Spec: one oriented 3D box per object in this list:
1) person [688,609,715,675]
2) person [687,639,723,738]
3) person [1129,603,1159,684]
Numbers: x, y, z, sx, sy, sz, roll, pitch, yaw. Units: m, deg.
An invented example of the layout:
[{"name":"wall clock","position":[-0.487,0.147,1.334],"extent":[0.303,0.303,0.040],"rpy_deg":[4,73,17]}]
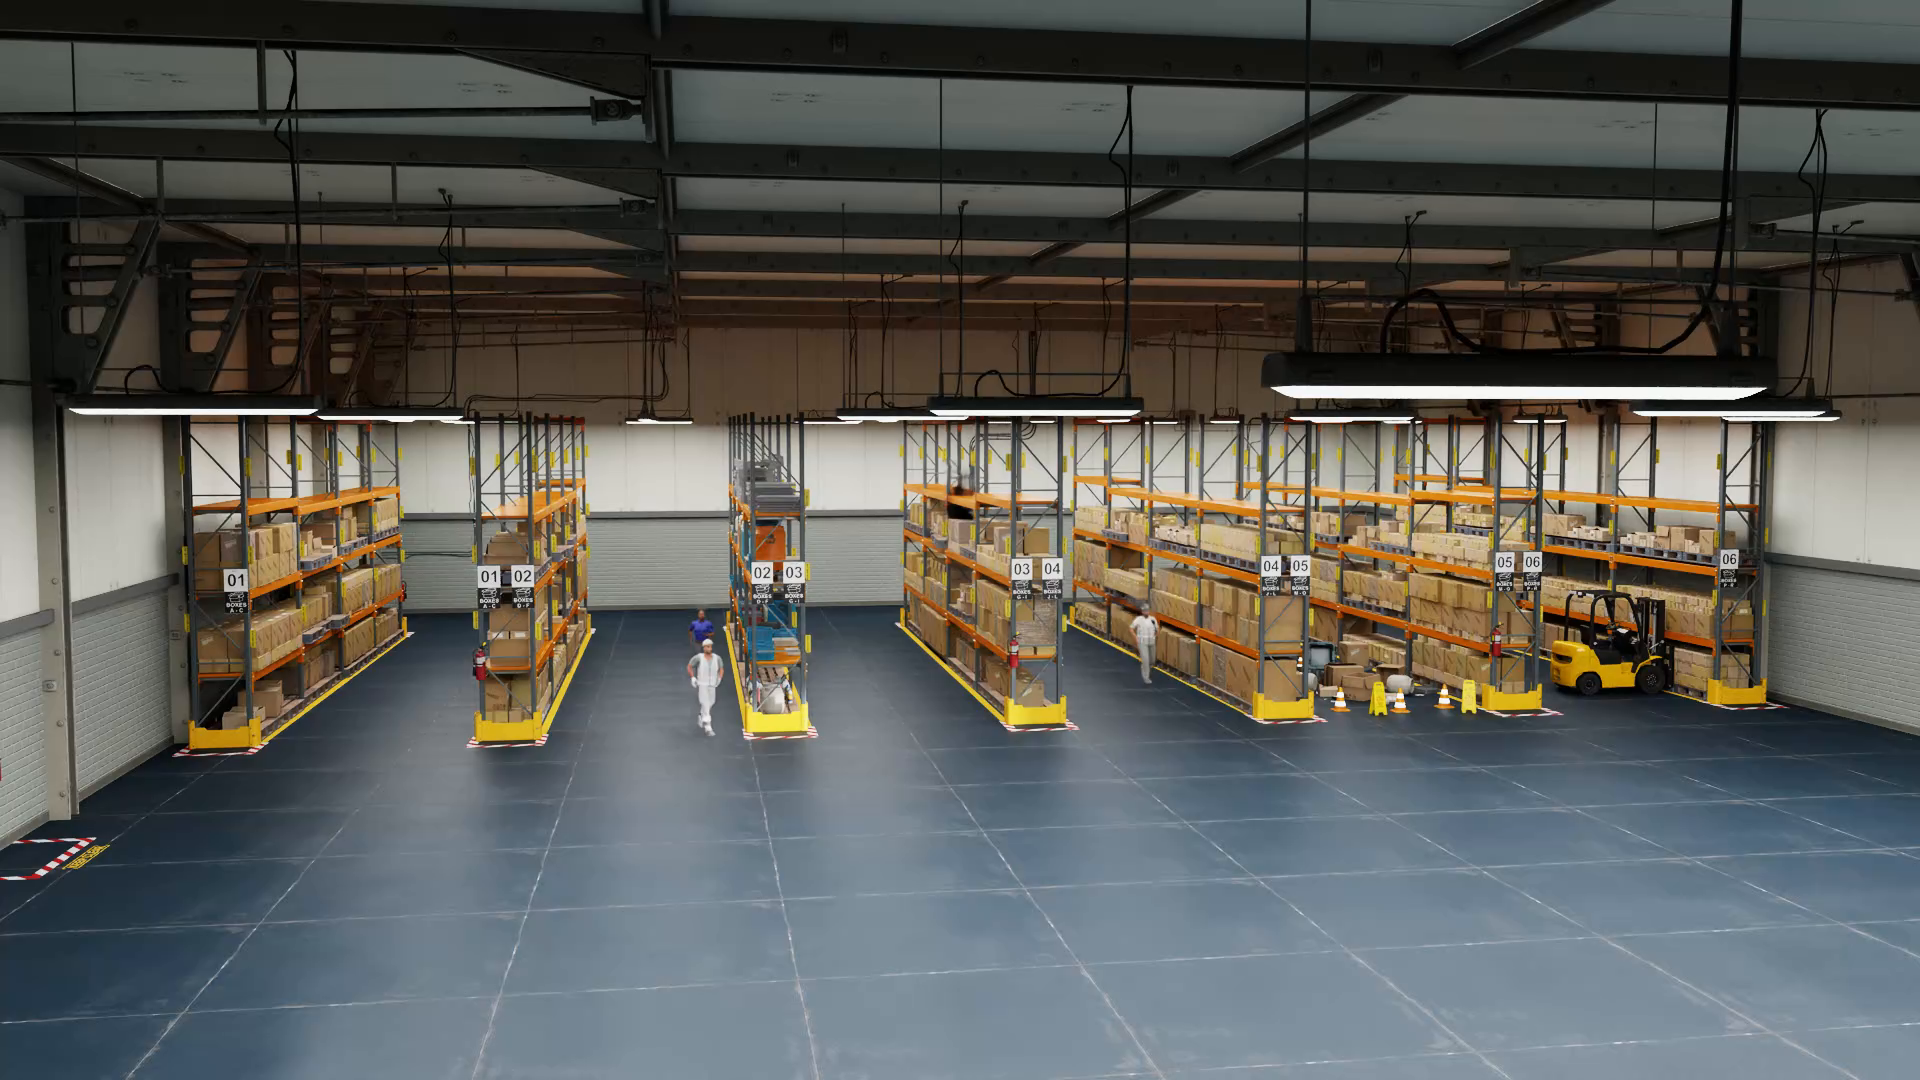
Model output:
[{"name":"person","position":[-5.738,2.370,36.944],"extent":[0.575,1.631,0.921],"rpy_deg":[-1,4,-11]},{"name":"person","position":[-4.716,2.725,30.986],"extent":[0.660,1.782,0.942],"rpy_deg":[-2,5,-31]},{"name":"person","position":[4.123,2.280,36.944],"extent":[0.675,1.739,0.830],"rpy_deg":[-1,4,-15]}]
